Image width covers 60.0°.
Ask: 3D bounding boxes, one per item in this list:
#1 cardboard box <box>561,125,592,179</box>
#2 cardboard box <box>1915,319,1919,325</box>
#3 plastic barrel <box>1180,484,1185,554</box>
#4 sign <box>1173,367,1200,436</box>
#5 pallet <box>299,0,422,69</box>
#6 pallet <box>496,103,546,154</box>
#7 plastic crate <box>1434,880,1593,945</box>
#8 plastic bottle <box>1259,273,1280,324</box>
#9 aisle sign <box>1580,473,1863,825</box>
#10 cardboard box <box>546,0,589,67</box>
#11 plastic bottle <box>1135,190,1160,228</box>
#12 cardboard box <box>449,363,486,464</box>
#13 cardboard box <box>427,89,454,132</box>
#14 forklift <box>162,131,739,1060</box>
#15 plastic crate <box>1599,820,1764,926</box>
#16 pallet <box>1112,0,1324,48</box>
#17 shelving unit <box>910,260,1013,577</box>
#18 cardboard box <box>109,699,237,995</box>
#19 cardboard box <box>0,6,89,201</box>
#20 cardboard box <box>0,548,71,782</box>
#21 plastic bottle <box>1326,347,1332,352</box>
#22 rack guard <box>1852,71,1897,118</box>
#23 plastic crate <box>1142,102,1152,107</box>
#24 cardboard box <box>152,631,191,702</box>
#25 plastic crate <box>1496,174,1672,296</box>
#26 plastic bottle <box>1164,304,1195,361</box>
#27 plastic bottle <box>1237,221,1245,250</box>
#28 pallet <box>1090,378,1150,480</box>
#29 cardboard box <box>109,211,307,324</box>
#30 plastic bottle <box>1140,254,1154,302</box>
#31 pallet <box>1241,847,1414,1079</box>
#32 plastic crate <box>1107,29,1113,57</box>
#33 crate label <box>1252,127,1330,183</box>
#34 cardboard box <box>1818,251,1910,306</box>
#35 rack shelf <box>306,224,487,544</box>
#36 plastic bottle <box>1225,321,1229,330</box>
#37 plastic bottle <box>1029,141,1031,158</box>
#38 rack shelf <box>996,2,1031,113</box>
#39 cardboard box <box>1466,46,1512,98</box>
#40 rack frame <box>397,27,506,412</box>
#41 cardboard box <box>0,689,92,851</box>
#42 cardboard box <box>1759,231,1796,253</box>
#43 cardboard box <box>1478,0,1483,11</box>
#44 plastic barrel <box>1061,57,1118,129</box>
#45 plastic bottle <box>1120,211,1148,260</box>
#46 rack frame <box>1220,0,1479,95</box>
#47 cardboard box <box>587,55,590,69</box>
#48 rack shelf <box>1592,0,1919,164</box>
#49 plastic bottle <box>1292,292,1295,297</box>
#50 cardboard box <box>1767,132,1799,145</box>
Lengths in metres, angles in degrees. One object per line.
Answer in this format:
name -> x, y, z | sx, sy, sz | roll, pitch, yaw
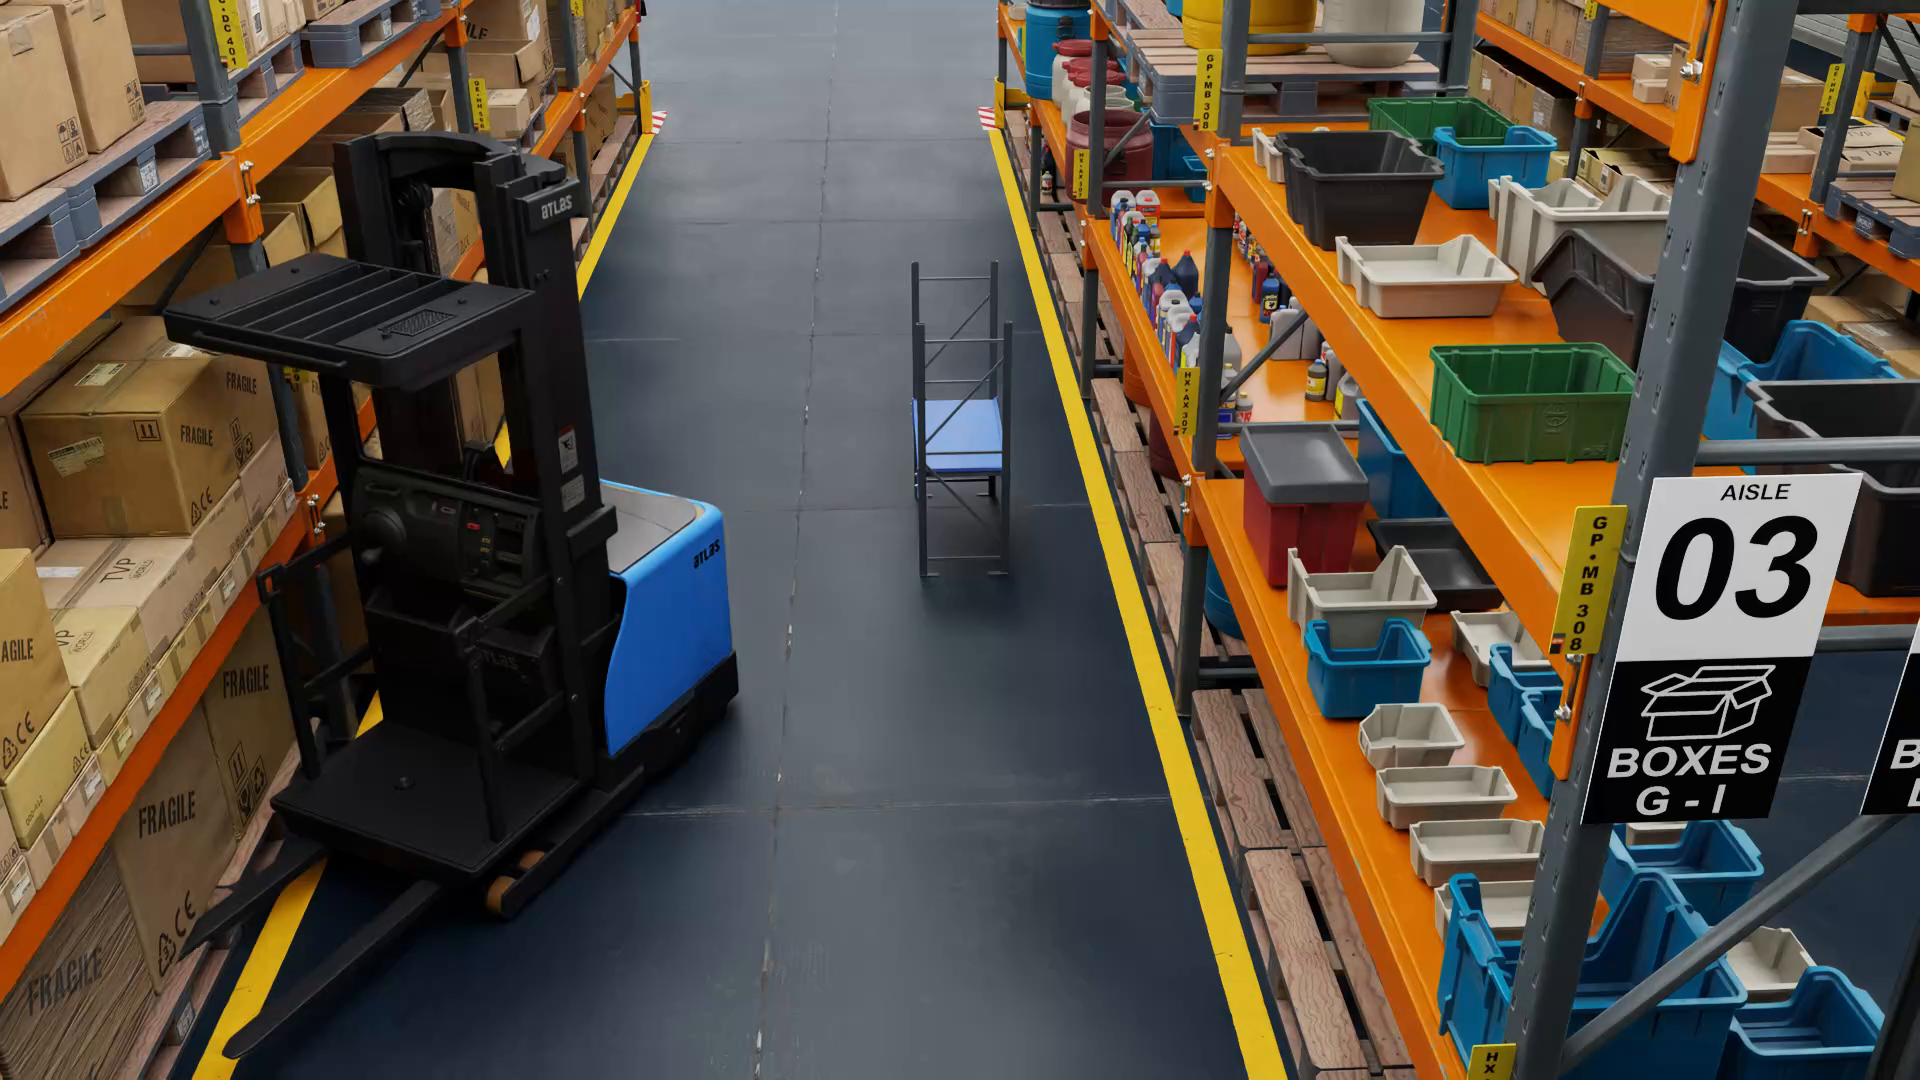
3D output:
cardboard box -> -3.827, -3.607, 15.670 | 0.500, 0.500, 0.500 | 7, 28, 14
cardboard box -> 6.576, -1.129, 10.899 | 0.500, 0.500, 0.500 | 0, 28, -1
plastic barrel -> 1.507, -0.338, 8.970 | 0.600, 0.901, 0.708 | -1, 28, -3
sign -> 1.006, -0.614, 7.384 | 0.100, 0.325, 0.005 | -1, 28, -3
pallet -> -3.452, -2.665, 8.577 | 1.003, 0.211, 1.213 | 0, 28, 0
pallet -> -3.744, -3.060, 12.580 | 1.003, 0.211, 1.213 | -1, 28, -3
plastic crate -> 1.541, 1.062, 4.691 | 0.396, 0.136, 0.243 | -1, 28, -3
plastic bottle -> 1.718, -1.345, 9.224 | 0.097, 0.271, 0.097 | 0, 28, 0
aisle sign -> 1.475, 0.231, 3.252 | 0.394, 0.787, 0.004 | -1, 28, -3
cardboard box -> -3.771, -4.464, 14.636 | 0.875, 0.500, 0.500 | -1, 28, -3
plastic bottle -> 1.198, -2.092, 10.652 | 0.152, 0.276, 0.135 | -1, 28, -3
cardboard box -> -3.546, -0.745, 9.777 | 1.225, 0.875, 0.875 | -1, 28, -2
cardboard box -> -3.668, -2.710, 11.141 | 0.500, 0.500, 0.500 | -5, 28, -9
forklift -> -2.180, 0.011, 6.560 | 1.130, 2.935, 3.031 | 12, 30, 23
plastic crate -> 2.046, 0.965, 4.772 | 0.416, 0.233, 0.300 | -1, 28, -3
pallet -> 1.354, -2.633, 8.516 | 1.003, 0.211, 1.213 | -1, 28, -3
shelving unit -> -0.004, -0.704, 9.479 | 0.538, 1.500, 1.048 | -1, 28, -3
cardboard box -> -3.389, 1.094, 6.252 | 0.875, 0.875, 0.875 | -1, 28, -3
cardboard box -> -3.267, -1.381, 5.239 | 0.700, 0.500, 0.500 | 0, 28, 0
cardboard box -> -2.997, 0.367, 4.832 | 0.500, 0.500, 0.500 | -2, 28, -4
plastic bottle -> 1.909, -0.907, 8.460 | 0.097, 0.201, 0.097 | 0, 28, 0
rack guard -> 10.826, -5.141, 19.067 | 1.175, 0.500, 0.348 | -1, 28, -3
plastic crate -> 1.567, -3.133, 12.444 | 0.402, 0.464, 0.583 | -1, 28, -3
cardboard box -> -2.981, 0.454, 5.908 | 0.380, 0.149, 0.250 | -2, 28, -3
plastic crate -> 1.957, -0.965, 5.241 | 0.437, 0.282, 0.530 | -1, 28, -3
plastic bottle -> 1.159, -1.087, 8.724 | 0.152, 0.276, 0.135 | -1, 28, -3
plastic bottle -> 1.793, -1.926, 10.414 | 0.097, 0.201, 0.097 | 0, 28, 0
pallet -> 1.429, -0.752, 10.963 | 1.003, 0.211, 1.213 | -1, 28, -3
cardboard box -> -3.433, -1.168, 7.553 | 0.797, 0.503, 0.637 | -2, 28, -4
plastic bottle -> 1.085, -1.499, 9.519 | 0.097, 0.271, 0.097 | 0, 28, 0
pallet -> 1.699, 1.636, 6.385 | 1.003, 0.211, 1.213 | -1, 28, -3
plastic crate -> 1.237, -4.416, 15.040 | 0.767, 0.338, 0.504 | -1, 28, -3
crate label -> 1.292, -1.484, 6.393 | 0.293, 0.136, 0.466 | -1, 28, -3
cardboard box -> 6.559, -1.934, 12.126 | 0.500, 0.311, 0.500 | 0, 28, -1
rack shelf -> -3.495, -0.989, 9.180 | 1.077, 0.370, 4.000 | -1, 28, -3
plastic bottle -> 1.315, -0.987, 8.453 | 0.144, 0.351, 0.185 | -1, 28, -3
plastic bottle -> 0.740, -3.905, 16.543 | 0.097, 0.201, 0.097 | 0, 28, 0
rack shelf -> 1.033, -4.803, 16.493 | 1.077, 0.370, 4.000 | -1, 28, -3
cardboard box -> 5.709, -4.979, 17.761 | 0.500, 0.500, 0.500 | -1, 28, -3
rack frame -> -3.600, -2.231, 10.785 | 1.000, 3.000, 0.127 | -1, 28, -3
cardboard box -> -2.994, 0.697, 5.010 | 0.500, 0.250, 0.500 | -2, 28, -4
cardboard box -> 5.986, -2.160, 12.561 | 0.500, 0.311, 0.500 | -2, 28, -3
cardboard box -> 5.887, -5.992, 17.886 | 0.700, 0.500, 0.500 | -1, 28, -3
plastic barrel -> 1.007, -3.473, 13.017 | 0.433, 0.535, 0.433 | 0, 28, 0
plastic bottle -> 1.070, -1.875, 10.235 | 0.152, 0.276, 0.135 | -1, 28, -3
rack frame -> 1.555, -3.164, 6.085 | 1.000, 3.000, 0.127 | -1, 28, -3
cardboard box -> -3.560, -4.304, 15.031 | 0.380, 0.149, 0.250 | -1, 28, -3
rack shelf -> 1.660, -1.744, 4.573 | 1.077, 0.370, 4.000 | -1, 28, -3
plastic bottle -> 1.867, -1.304, 9.145 | 0.097, 0.271, 0.097 | 0, 28, 0
cardboard box -> 6.170, -2.945, 12.425 | 0.380, 0.149, 0.250 | 1, 28, 1
